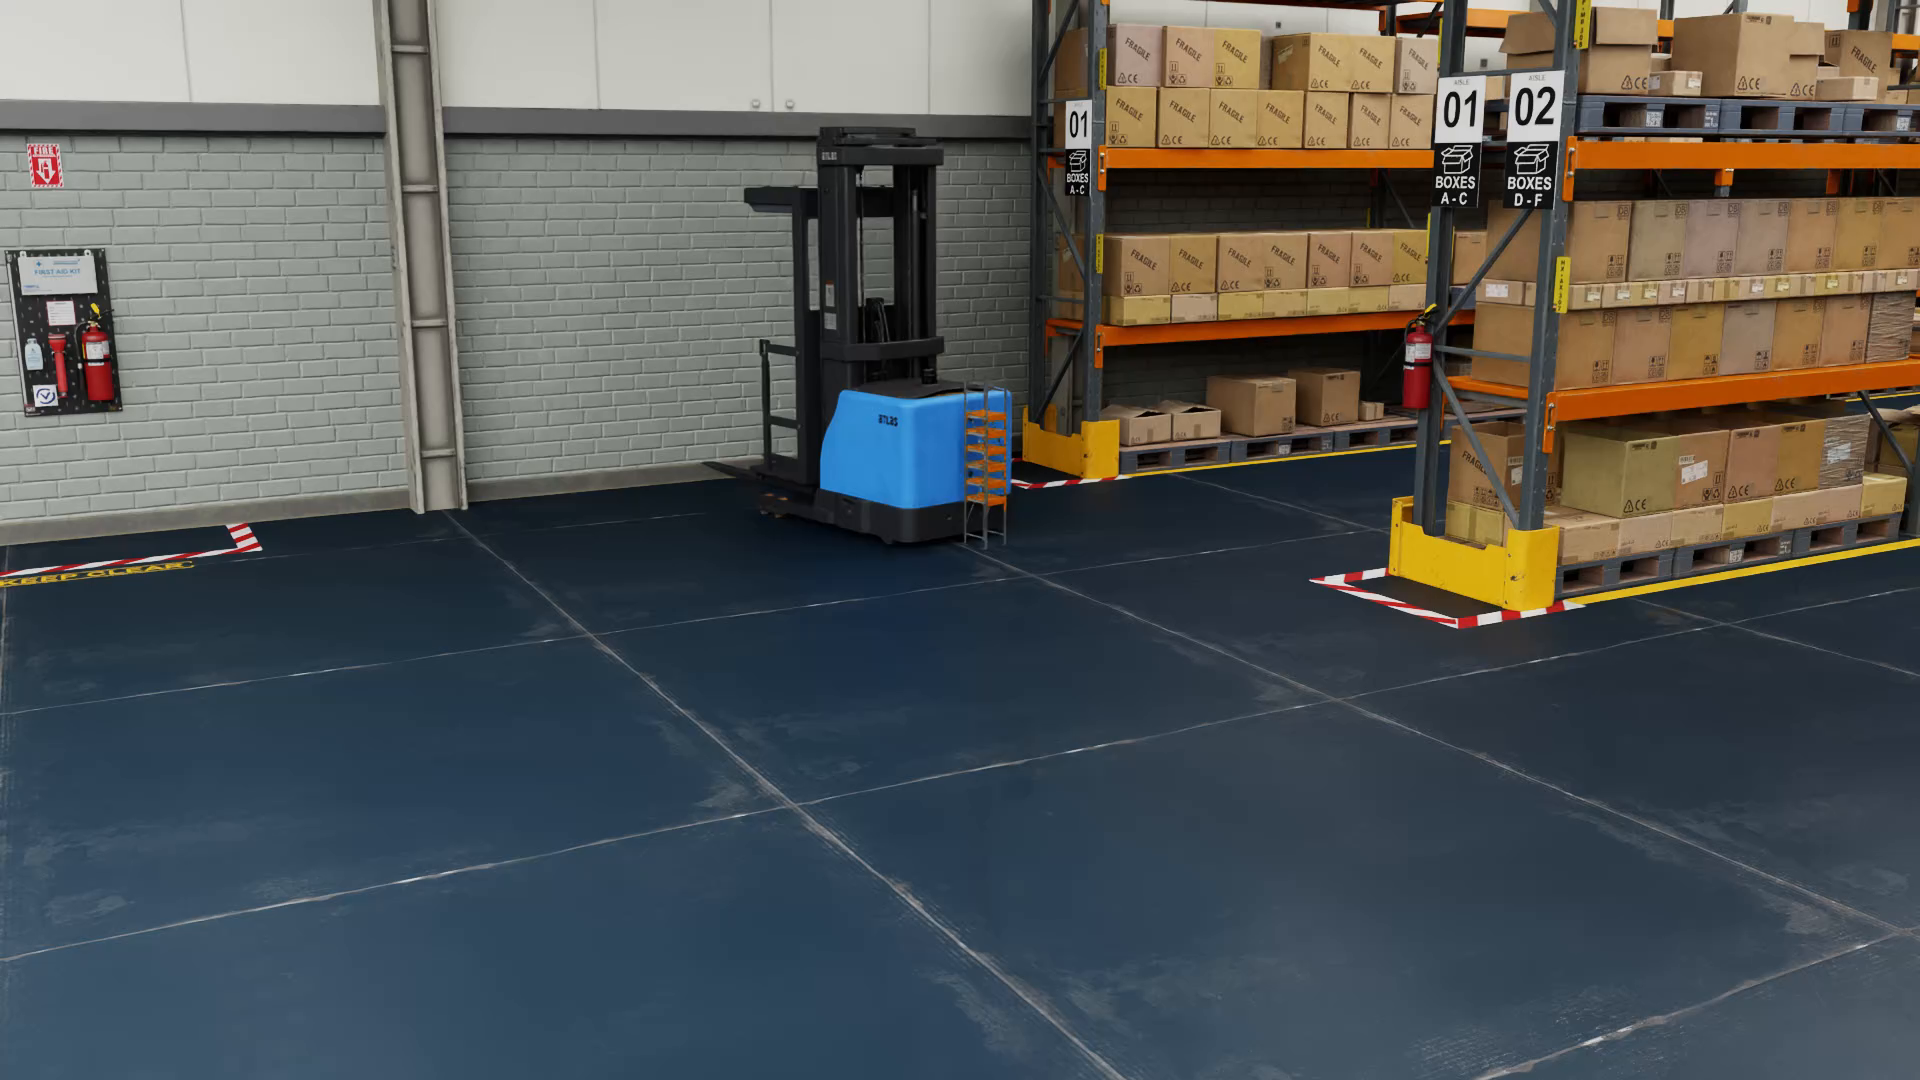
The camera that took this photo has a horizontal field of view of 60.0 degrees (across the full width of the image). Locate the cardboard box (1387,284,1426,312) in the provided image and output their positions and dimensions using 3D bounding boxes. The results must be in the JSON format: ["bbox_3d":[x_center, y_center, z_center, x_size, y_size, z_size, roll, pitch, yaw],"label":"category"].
[{"bbox_3d":[4.159,-2.358,16.051,0.500,0.250,0.500,-7,14,-28],"label":"cardboard box"}]

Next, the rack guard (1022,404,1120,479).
[{"bbox_3d":[0.986,-0.897,14.958,0.348,0.500,1.175,-7,14,-28],"label":"rack guard"}]

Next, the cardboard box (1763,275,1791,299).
[{"bbox_3d":[5.324,-1.709,11.166,0.250,0.149,0.380,-6,14,-26],"label":"cardboard box"}]

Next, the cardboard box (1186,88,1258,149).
[{"bbox_3d":[2.275,-3.723,14.715,0.500,0.500,0.500,-6,14,-25],"label":"cardboard box"}]

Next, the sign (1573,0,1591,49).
[{"bbox_3d":[3.556,-2.976,9.496,0.005,0.325,0.100,-7,14,-28],"label":"sign"}]

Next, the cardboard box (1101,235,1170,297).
[{"bbox_3d":[1.482,-2.404,14.546,0.500,0.500,0.500,-7,14,-28],"label":"cardboard box"}]

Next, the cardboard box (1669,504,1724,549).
[{"bbox_3d":[4.749,-0.137,11.194,0.500,0.250,0.500,-7,14,-28],"label":"cardboard box"}]

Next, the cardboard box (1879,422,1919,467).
[{"bbox_3d":[7.289,-0.708,12.452,0.500,0.311,0.500,-7,14,-28],"label":"cardboard box"}]

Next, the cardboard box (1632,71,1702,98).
[{"bbox_3d":[4.413,-2.858,10.444,0.250,0.149,0.380,-7,14,-28],"label":"cardboard box"}]

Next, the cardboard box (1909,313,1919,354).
[{"bbox_3d":[7.218,-1.563,12.562,0.500,0.250,0.500,-6,14,-24],"label":"cardboard box"}]

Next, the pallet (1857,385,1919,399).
[{"bbox_3d":[10.811,-1.915,20.139,1.213,0.211,1.003,-7,14,-28],"label":"pallet"}]

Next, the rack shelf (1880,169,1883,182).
[{"bbox_3d":[13.207,-4.694,20.942,4.000,0.370,1.077,-7,14,-28],"label":"rack shelf"}]

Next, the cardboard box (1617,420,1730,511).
[{"bbox_3d":[4.744,-0.506,11.122,0.500,0.500,0.500,-7,14,-28],"label":"cardboard box"}]

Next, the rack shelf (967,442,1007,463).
[{"bbox_3d":[0.179,-0.619,11.784,0.180,0.103,0.258,-11,17,-40],"label":"rack shelf"}]

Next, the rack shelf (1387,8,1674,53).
[{"bbox_3d":[6.185,-5.121,16.917,4.000,0.370,1.077,-7,14,-28],"label":"rack shelf"}]

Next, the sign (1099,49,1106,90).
[{"bbox_3d":[1.179,-3.894,13.758,0.005,0.325,0.100,-7,14,-28],"label":"sign"}]

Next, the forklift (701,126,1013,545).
[{"bbox_3d":[-0.944,-1.659,12.804,1.130,2.935,3.031,-11,16,-39],"label":"forklift"}]

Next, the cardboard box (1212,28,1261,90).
[{"bbox_3d":[2.282,-4.211,14.608,0.500,0.500,0.500,-6,14,-26],"label":"cardboard box"}]

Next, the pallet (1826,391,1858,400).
[{"bbox_3d":[9.738,-1.786,19.564,1.213,0.211,1.003,-7,14,-28],"label":"pallet"}]

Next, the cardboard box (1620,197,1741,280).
[{"bbox_3d":[4.659,-1.998,10.973,0.500,0.500,0.700,-7,14,-28],"label":"cardboard box"}]

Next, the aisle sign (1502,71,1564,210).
[{"bbox_3d":[3.385,-2.357,9.830,0.004,0.787,0.394,-7,14,-28],"label":"aisle sign"}]

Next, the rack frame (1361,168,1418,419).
[{"bbox_3d":[4.430,-2.530,16.518,0.127,3.000,1.000,-7,14,-28],"label":"rack frame"}]

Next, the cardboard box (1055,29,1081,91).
[{"bbox_3d":[1.172,-4.214,14.621,0.500,0.500,0.500,-6,14,-25],"label":"cardboard box"}]

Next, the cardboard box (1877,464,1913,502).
[{"bbox_3d":[7.279,-0.434,12.510,0.500,0.250,0.500,-7,15,-29],"label":"cardboard box"}]

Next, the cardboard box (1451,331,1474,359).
[{"bbox_3d":[5.453,-2.018,17.229,0.500,0.250,0.500,-7,15,-29],"label":"cardboard box"}]

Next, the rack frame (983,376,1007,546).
[{"bbox_3d":[0.247,-0.559,11.860,0.006,1.200,0.240,-11,17,-40],"label":"rack frame"}]

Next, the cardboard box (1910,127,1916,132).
[{"bbox_3d":[11.940,-5.132,20.408,0.500,0.250,0.500,-7,14,-27],"label":"cardboard box"}]

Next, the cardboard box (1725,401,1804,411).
[{"bbox_3d":[5.815,-0.762,12.262,0.500,0.500,0.500,-7,14,-28],"label":"cardboard box"}]

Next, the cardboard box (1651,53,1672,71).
[{"bbox_3d":[4.668,-3.078,11.051,0.500,0.311,0.500,-5,14,-21],"label":"cardboard box"}]

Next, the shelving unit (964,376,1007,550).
[{"bbox_3d":[0.179,-0.546,11.801,0.189,1.200,0.258,-11,17,-40],"label":"shelving unit"}]

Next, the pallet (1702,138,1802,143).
[{"bbox_3d":[8.481,-4.400,18.426,1.003,0.211,1.213,-6,14,-25],"label":"pallet"}]

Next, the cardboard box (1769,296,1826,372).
[{"bbox_3d":[5.518,-1.468,11.571,0.500,0.500,0.700,-7,14,-27],"label":"cardboard box"}]

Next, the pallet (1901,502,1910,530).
[{"bbox_3d":[7.435,-0.300,12.962,1.213,0.211,1.003,-7,14,-28],"label":"pallet"}]

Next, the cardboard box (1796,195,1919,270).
[{"bbox_3d":[6.420,-2.209,11.912,0.500,0.500,0.700,-7,14,-28],"label":"cardboard box"}]

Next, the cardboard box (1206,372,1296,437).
[{"bbox_3d":[2.738,-1.287,15.687,0.500,0.500,0.700,-8,15,-31],"label":"cardboard box"}]

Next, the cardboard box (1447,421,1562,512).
[{"bbox_3d":[3.624,-0.498,11.087,0.500,0.500,0.500,-7,14,-28],"label":"cardboard box"}]

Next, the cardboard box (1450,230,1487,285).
[{"bbox_3d":[4.893,-2.840,16.667,0.500,0.500,0.700,-7,14,-28],"label":"cardboard box"}]

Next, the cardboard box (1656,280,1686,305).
[{"bbox_3d":[4.416,-1.600,10.682,0.250,0.149,0.380,-7,14,-29],"label":"cardboard box"}]

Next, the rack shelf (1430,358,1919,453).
[{"bbox_3d":[5.051,-1.014,11.422,4.000,0.370,1.077,-7,14,-28],"label":"rack shelf"}]

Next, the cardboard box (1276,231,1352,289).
[{"bbox_3d":[3.281,-2.618,15.500,0.500,0.500,0.500,-7,15,-29],"label":"cardboard box"}]

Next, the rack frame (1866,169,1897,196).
[{"bbox_3d":[11.452,-3.371,20.258,0.127,3.000,1.000,-7,14,-28],"label":"rack frame"}]

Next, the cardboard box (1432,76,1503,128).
[{"bbox_3d":[4.948,-4.289,16.319,0.500,0.500,0.500,-5,13,-20],"label":"cardboard box"}]

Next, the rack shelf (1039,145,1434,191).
[{"bbox_3d":[2.674,-3.432,15.333,4.000,0.370,1.077,-7,14,-28],"label":"rack shelf"}]

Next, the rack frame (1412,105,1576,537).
[{"bbox_3d":[3.296,-1.155,10.408,0.127,3.000,1.000,-7,14,-28],"label":"rack frame"}]

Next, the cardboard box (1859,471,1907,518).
[{"bbox_3d":[6.504,-0.348,12.130,0.500,0.250,0.500,-7,14,-28],"label":"cardboard box"}]

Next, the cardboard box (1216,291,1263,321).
[{"bbox_3d":[2.398,-2.145,15.107,0.500,0.250,0.500,-7,15,-29],"label":"cardboard box"}]

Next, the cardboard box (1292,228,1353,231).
[{"bbox_3d":[3.461,-2.769,16.171,0.500,0.500,0.500,-7,14,-28],"label":"cardboard box"}]

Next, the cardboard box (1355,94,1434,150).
[{"bbox_3d":[4.103,-3.951,15.727,0.500,0.500,0.500,-6,14,-26],"label":"cardboard box"}]

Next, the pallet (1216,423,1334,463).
[{"bbox_3d":[2.785,-0.963,15.906,1.213,0.211,1.003,-7,14,-28],"label":"pallet"}]

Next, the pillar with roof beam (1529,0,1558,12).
[{"bbox_3d":[8.448,-5.078,14.176,0.400,9.000,9.100,-7,14,-28],"label":"pillar with roof beam"}]

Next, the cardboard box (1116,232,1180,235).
[{"bbox_3d":[1.677,-2.553,15.209,0.500,0.500,0.500,-7,14,-27],"label":"cardboard box"}]

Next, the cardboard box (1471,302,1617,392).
[{"bbox_3d":[3.712,-1.250,10.604,0.500,0.500,0.700,-7,14,-28],"label":"cardboard box"}]

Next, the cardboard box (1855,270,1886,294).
[{"bbox_3d":[6.224,-1.817,11.647,0.250,0.149,0.380,-7,15,-30],"label":"cardboard box"}]

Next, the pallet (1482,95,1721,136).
[{"bbox_3d":[3.929,-2.644,10.397,1.213,0.211,1.003,-7,14,-28],"label":"pallet"}]
